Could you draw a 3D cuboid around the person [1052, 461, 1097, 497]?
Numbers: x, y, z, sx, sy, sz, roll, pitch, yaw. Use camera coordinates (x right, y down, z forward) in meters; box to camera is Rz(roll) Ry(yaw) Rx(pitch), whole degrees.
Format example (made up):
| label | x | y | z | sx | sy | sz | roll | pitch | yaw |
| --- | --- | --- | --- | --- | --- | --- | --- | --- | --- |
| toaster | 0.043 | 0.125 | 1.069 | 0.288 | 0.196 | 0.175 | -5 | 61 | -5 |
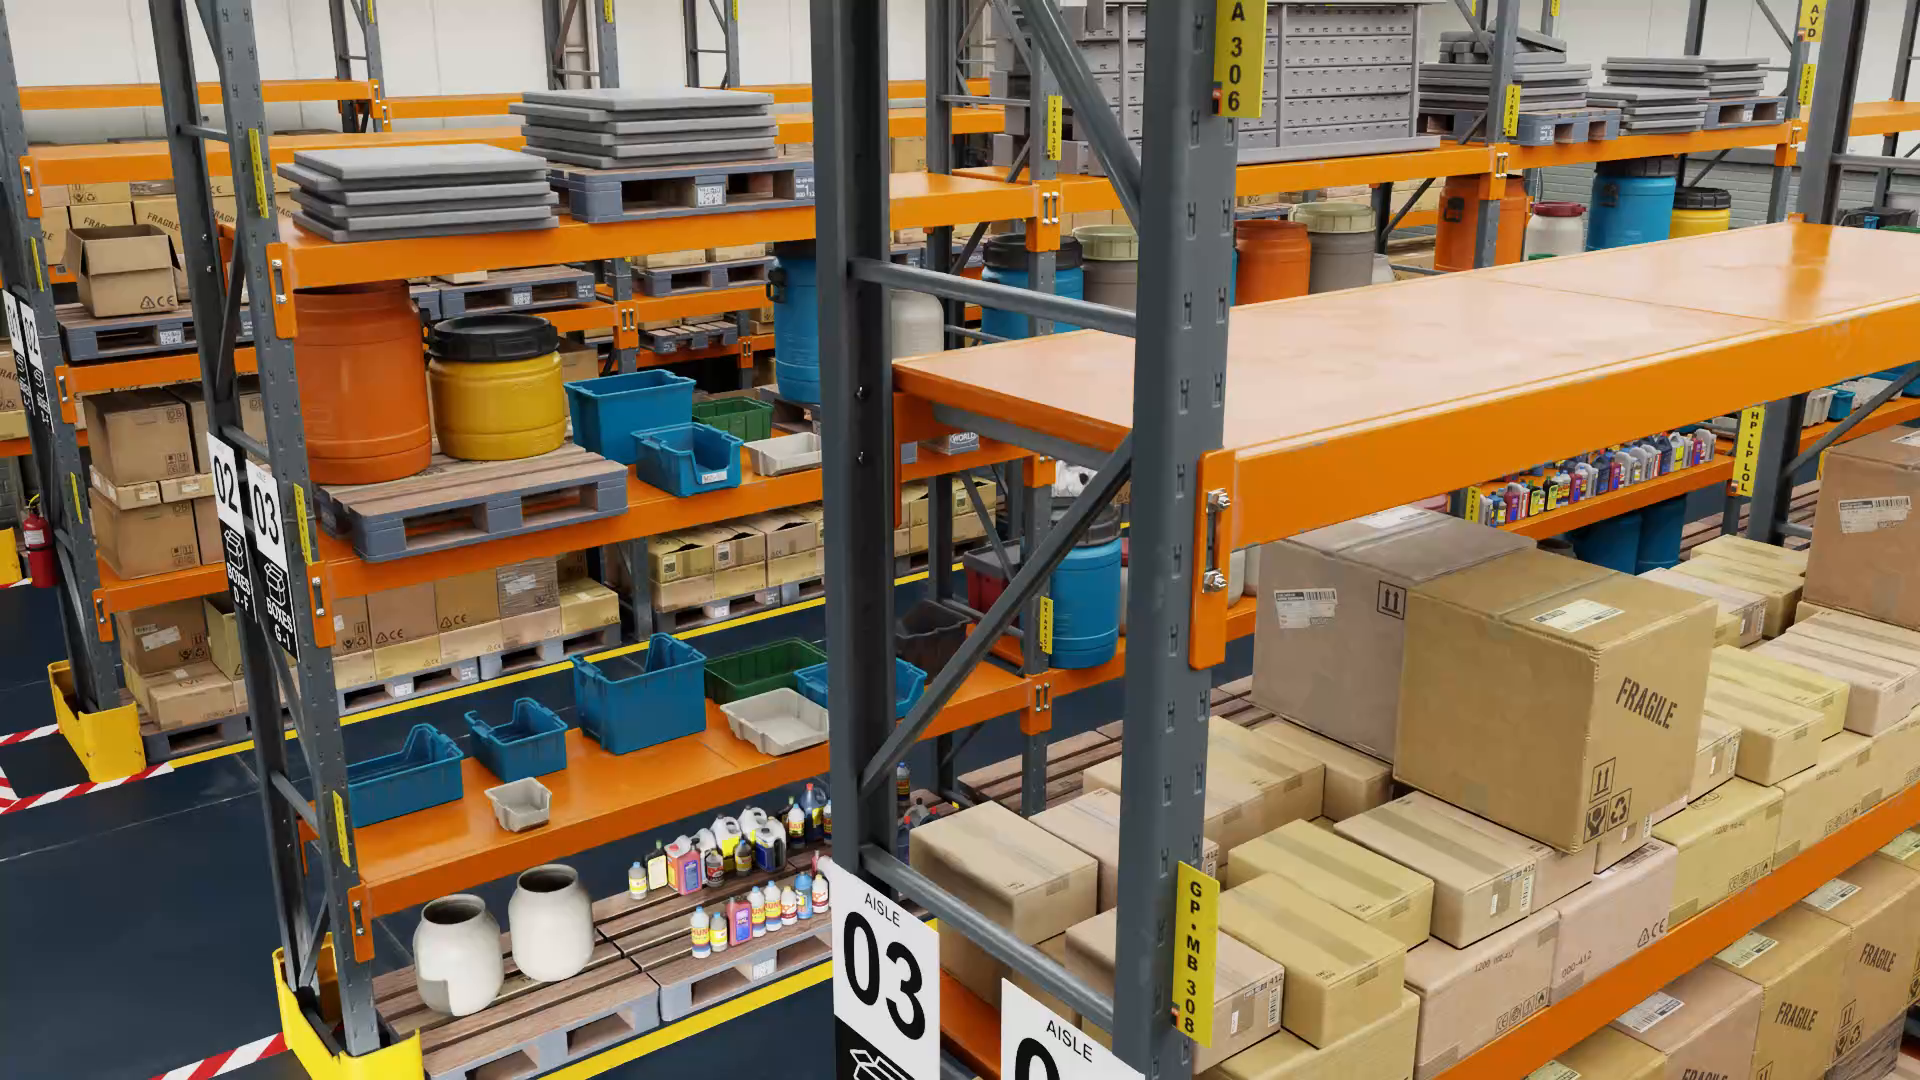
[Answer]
| label | x | y | z | sx | sy | sz | roll | pitch | yaw |
| --- | --- | --- | --- | --- | --- | --- | --- | --- | --- |
| person | 0.930 | -0.106 | 13.899 | 0.526 | 1.649 | 0.636 | 2 | 18 | 7 |
